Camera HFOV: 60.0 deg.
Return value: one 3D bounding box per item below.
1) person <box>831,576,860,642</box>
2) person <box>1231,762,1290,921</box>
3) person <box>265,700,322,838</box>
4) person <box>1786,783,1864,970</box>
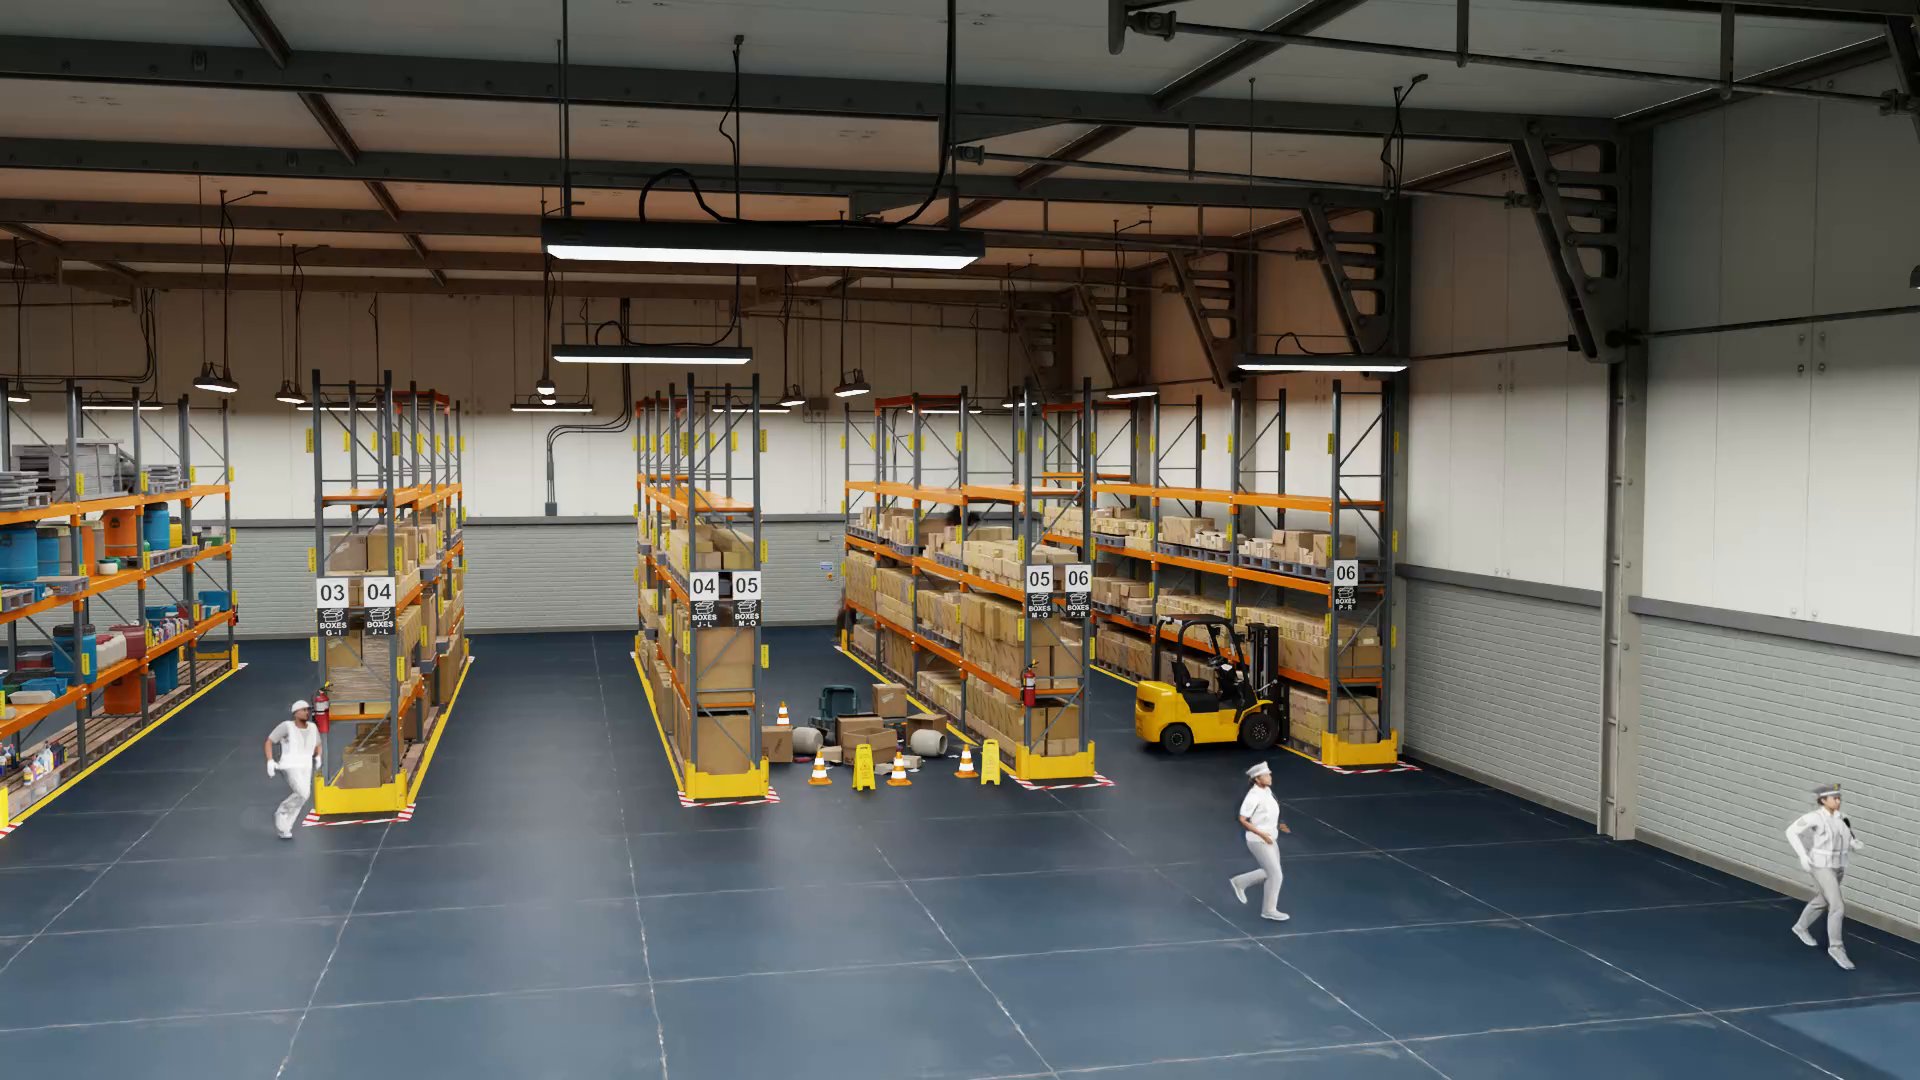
[{"bbox_3d":[-2.846,1.699,41.730,0.934,1.776,0.759,1,3,15],"label":"person"},{"bbox_3d":[3.160,3.157,17.562,0.668,1.655,0.580,2,4,31],"label":"person"},{"bbox_3d":[-8.425,2.917,21.231,0.584,1.710,0.728,2,4,32],"label":"person"},{"bbox_3d":[8.421,3.215,16.176,0.589,1.747,0.785,-2,4,-25],"label":"person"}]
